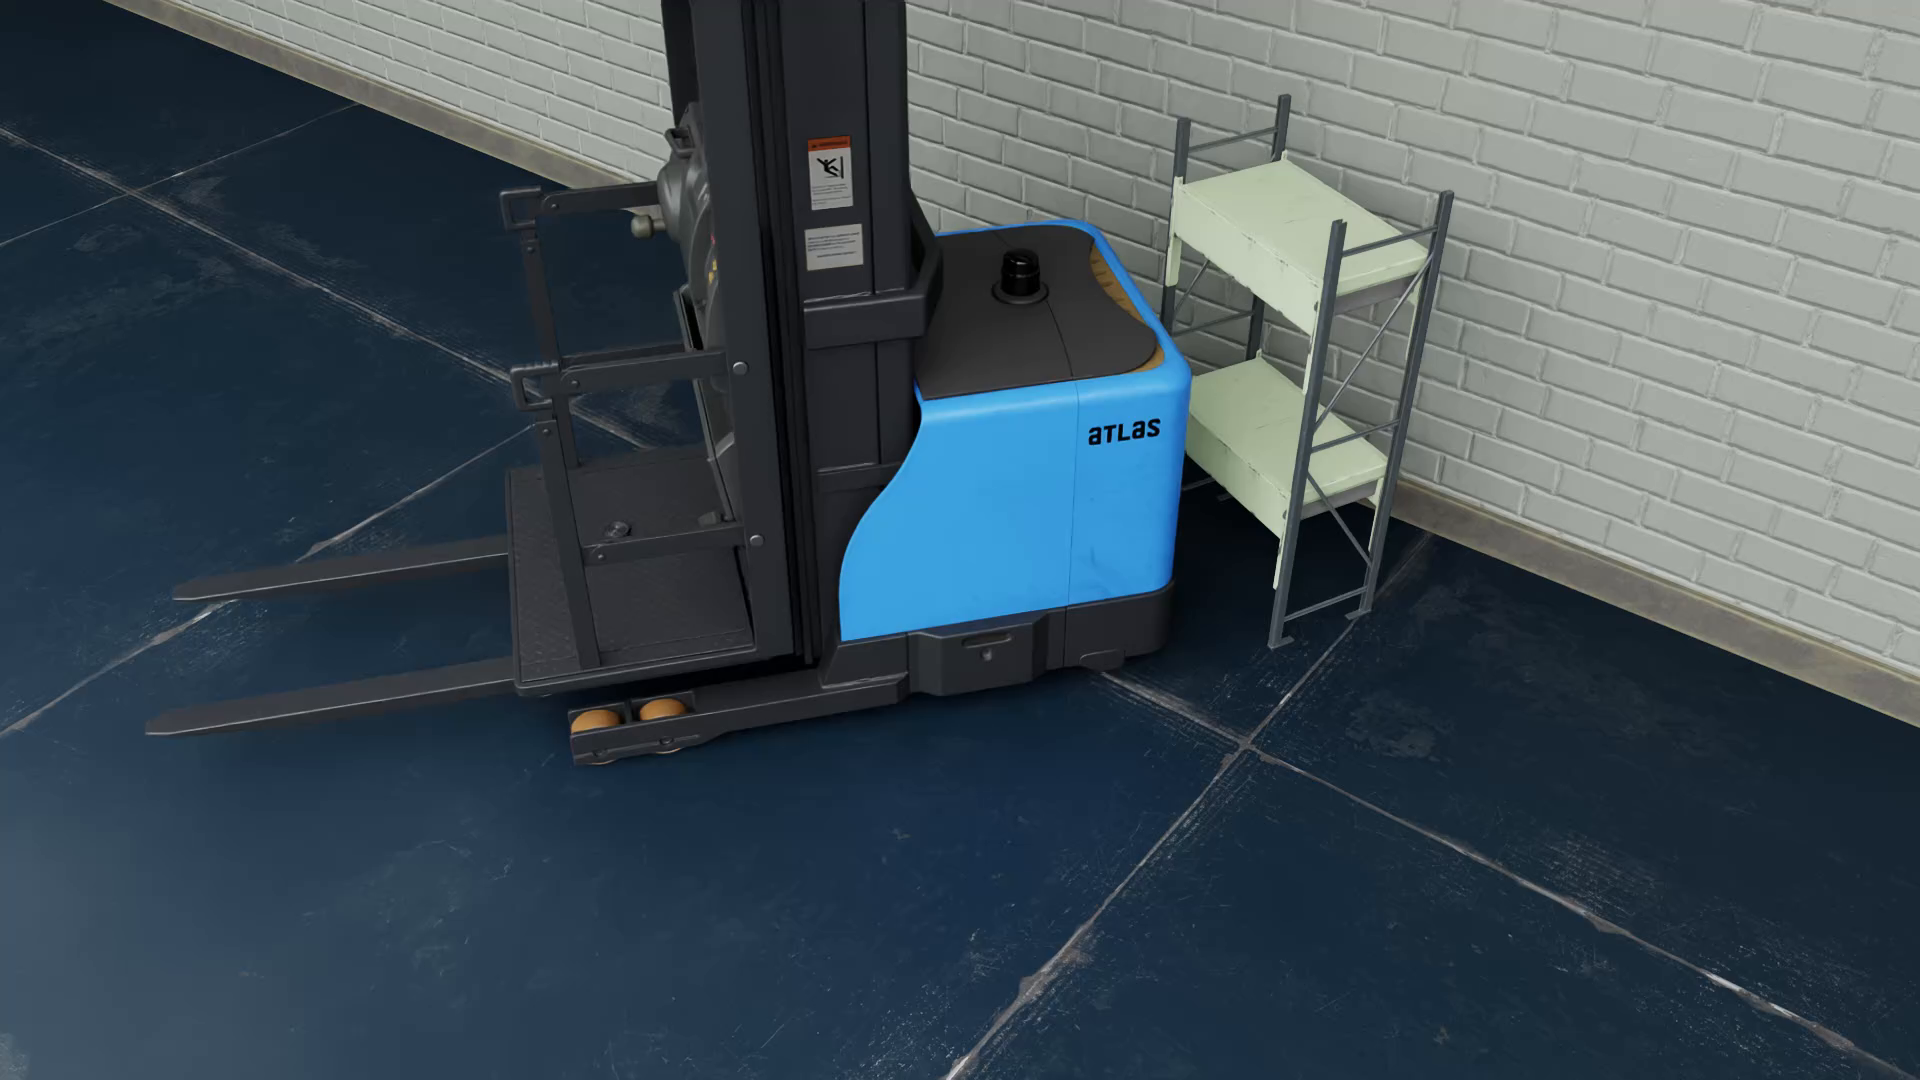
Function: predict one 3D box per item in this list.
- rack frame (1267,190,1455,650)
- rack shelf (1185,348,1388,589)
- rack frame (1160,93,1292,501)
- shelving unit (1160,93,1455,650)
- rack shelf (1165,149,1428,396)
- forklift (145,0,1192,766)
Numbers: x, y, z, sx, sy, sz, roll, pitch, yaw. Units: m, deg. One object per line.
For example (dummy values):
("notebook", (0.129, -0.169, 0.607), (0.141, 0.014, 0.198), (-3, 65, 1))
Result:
("rack frame", (1.164, -0.303, 4.920), (0.400, 1.500, 0.023), (-18, 42, -22))
("rack shelf", (0.994, -0.246, 5.376), (0.431, 0.370, 0.720), (-18, 42, -22))
("rack frame", (0.823, -0.702, 5.430), (0.400, 1.500, 0.023), (-18, 42, -22))
("shelving unit", (0.994, -0.503, 5.175), (0.431, 1.500, 0.755), (-18, 42, -22))
("rack shelf", (0.993, -0.810, 4.935), (0.431, 0.370, 0.720), (-18, 42, -22))
("forklift", (-0.908, -0.851, 4.459), (3.031, 2.935, 1.130), (-9, 39, -11))
